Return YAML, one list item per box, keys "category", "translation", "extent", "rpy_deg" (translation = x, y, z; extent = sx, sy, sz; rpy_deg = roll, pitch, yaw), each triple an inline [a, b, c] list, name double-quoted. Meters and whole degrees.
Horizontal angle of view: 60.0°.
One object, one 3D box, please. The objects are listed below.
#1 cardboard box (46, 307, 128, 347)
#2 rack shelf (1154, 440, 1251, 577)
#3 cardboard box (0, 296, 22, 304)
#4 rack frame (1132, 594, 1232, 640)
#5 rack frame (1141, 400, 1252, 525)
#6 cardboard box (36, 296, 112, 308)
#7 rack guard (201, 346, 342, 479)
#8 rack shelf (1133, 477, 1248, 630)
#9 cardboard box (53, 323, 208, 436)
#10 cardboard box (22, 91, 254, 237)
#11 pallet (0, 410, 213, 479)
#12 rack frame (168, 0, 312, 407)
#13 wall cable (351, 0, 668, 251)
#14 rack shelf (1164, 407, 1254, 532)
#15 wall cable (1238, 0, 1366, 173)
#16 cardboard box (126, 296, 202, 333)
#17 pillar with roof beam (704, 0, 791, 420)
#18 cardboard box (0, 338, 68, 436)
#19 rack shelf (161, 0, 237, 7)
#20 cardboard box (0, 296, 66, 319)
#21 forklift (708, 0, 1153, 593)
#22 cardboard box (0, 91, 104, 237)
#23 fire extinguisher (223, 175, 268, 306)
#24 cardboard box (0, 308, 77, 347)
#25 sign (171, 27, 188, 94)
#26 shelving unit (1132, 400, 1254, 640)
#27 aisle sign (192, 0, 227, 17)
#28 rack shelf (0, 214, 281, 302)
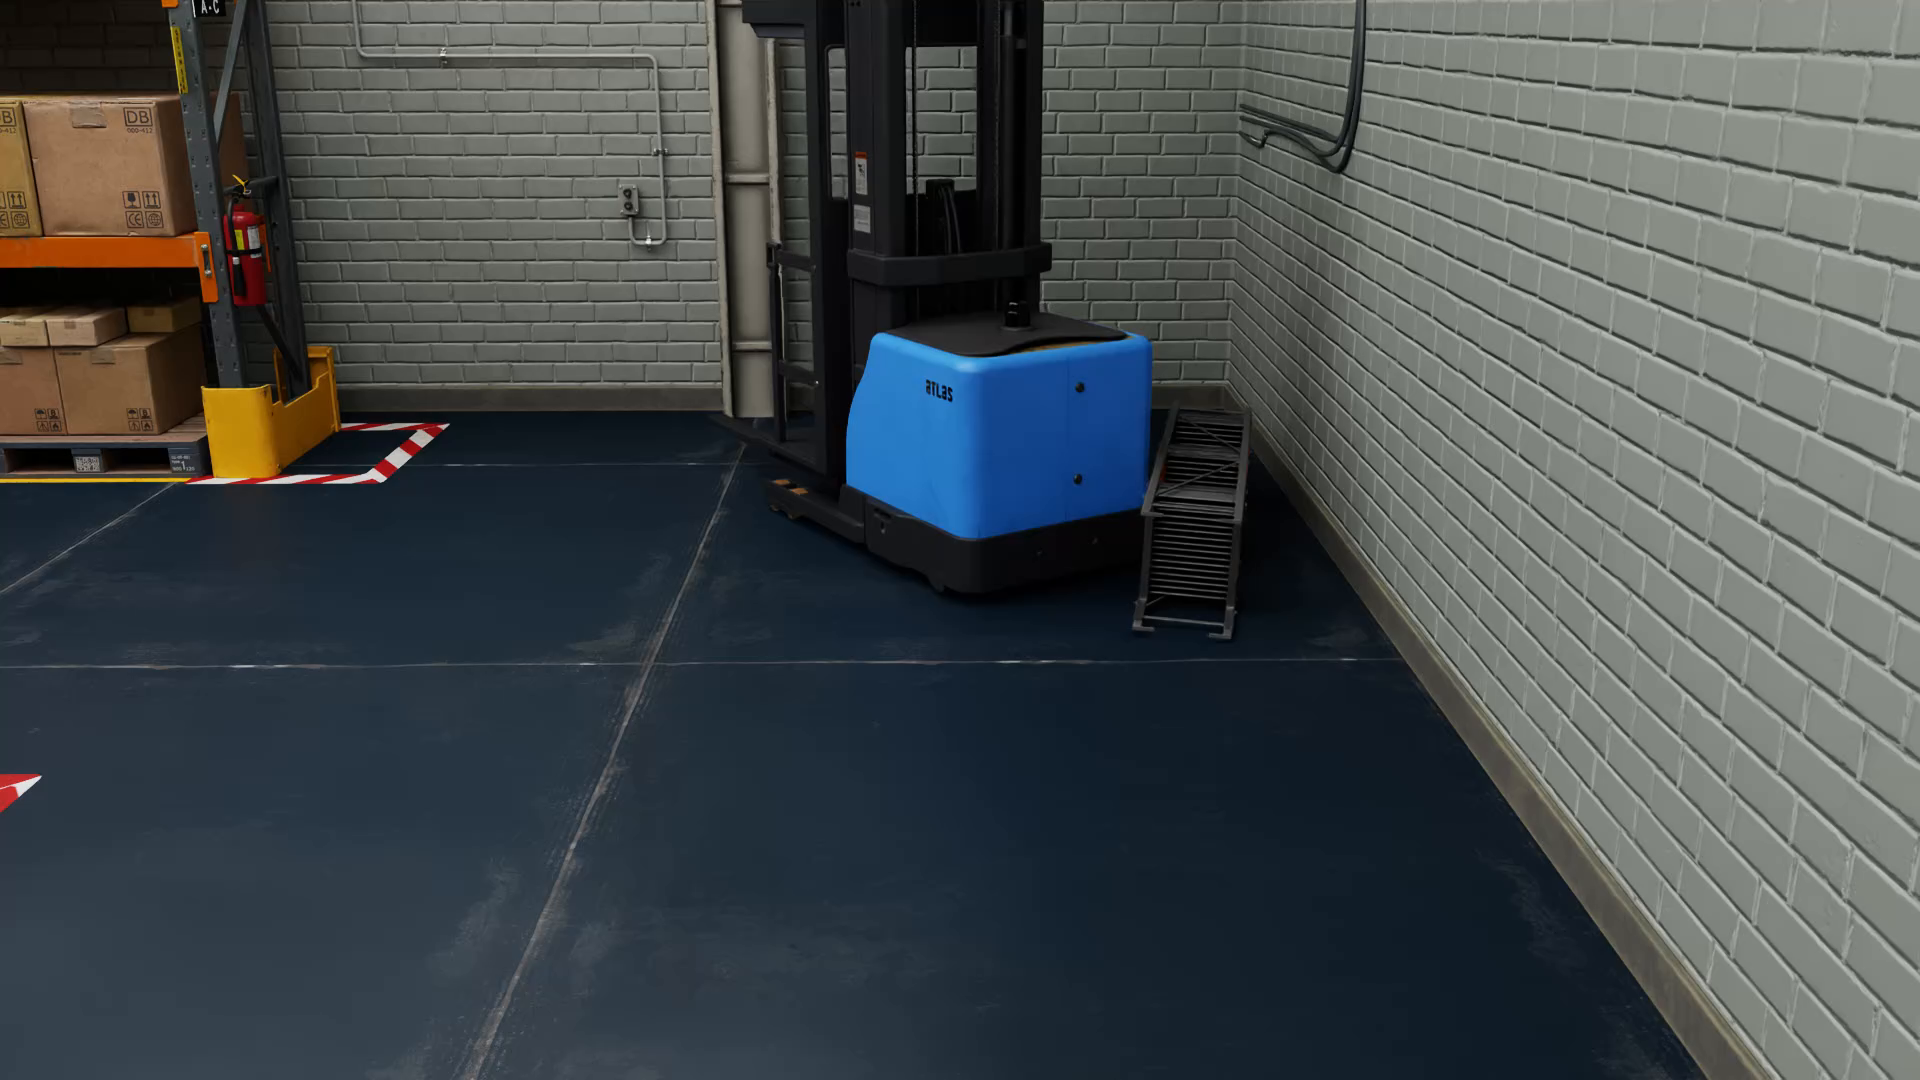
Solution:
- category: "cardboard box"
  translation: [-4.790, -1.172, 9.132]
  extent: [0.250, 0.149, 0.380]
  rpy_deg: [0, 18, -2]
- category: "rack shelf"
  translation: [1.099, -0.156, 7.652]
  extent: [0.431, 0.480, 0.518]
  rpy_deg: [5, 18, 9]
- category: "cardboard box"
  translation: [-5.554, -1.284, 9.484]
  extent: [0.250, 0.149, 0.380]
  rpy_deg: [0, 18, 0]
- category: "rack frame"
  translation: [1.092, 0.072, 7.738]
  extent: [0.400, 0.015, 2.100]
  rpy_deg: [5, 18, 9]
- category: "rack frame"
  translation: [1.111, -0.393, 7.590]
  extent: [0.400, 0.015, 2.100]
  rpy_deg: [5, 18, 9]
- category: "cardboard box"
  translation: [-5.049, -1.287, 9.492]
  extent: [0.250, 0.149, 0.380]
  rpy_deg: [0, 18, -1]
- category: "rack guard"
  translation: [-3.942, -0.753, 9.577]
  extent: [0.348, 0.500, 1.175]
  rpy_deg: [0, 18, -1]
- category: "rack shelf"
  translation: [0.971, 0.048, 6.994]
  extent: [0.431, 0.480, 0.518]
  rpy_deg: [5, 18, 9]
- category: "cardboard box"
  translation: [-4.664, -0.919, 9.407]
  extent: [0.500, 0.500, 0.700]
  rpy_deg: [0, 18, -1]
- category: "cardboard box"
  translation: [-4.476, -2.081, 9.132]
  extent: [0.700, 0.700, 0.980]
  rpy_deg: [1, 18, 2]
- category: "pallet"
  translation: [-4.764, -0.588, 9.534]
  extent: [1.213, 0.211, 1.003]
  rpy_deg: [0, 18, -1]
- category: "rack frame"
  translation: [-3.966, -1.943, 9.195]
  extent: [0.127, 3.000, 1.000]
  rpy_deg: [0, 18, -1]
- category: "wall cable"
  translation: [-2.701, -2.722, 9.960]
  extent: [1.851, 1.984, 0.084]
  rpy_deg: [0, 18, -1]
- category: "rack shelf"
  translation: [1.227, -0.360, 8.309]
  extent: [0.431, 0.480, 0.518]
  rpy_deg: [5, 18, 9]
- category: "wall cable"
  translation: [1.695, -3.240, 8.498]
  extent: [0.112, 2.526, 3.097]
  rpy_deg: [0, 18, -1]
- category: "cardboard box"
  translation: [-4.542, -1.290, 9.500]
  extent: [0.250, 0.149, 0.380]
  rpy_deg: [0, 18, 0]
- category: "pillar with roof beam"
  translation: [-1.212, -3.762, 5.044]
  extent: [0.400, 9.000, 9.100]
  rpy_deg: [0, 18, -1]
- category: "cardboard box"
  translation: [-5.165, -0.917, 9.399]
  extent: [0.500, 0.500, 0.700]
  rpy_deg: [0, 18, -1]
- category: "rack shelf"
  translation: [-5.966, -3.019, 8.817]
  extent: [4.000, 0.370, 1.077]
  rpy_deg: [0, 18, -1]
- category: "cardboard box"
  translation: [-5.299, -1.286, 9.488]
  extent: [0.250, 0.149, 0.380]
  rpy_deg: [0, 18, 0]
- category: "forklift"
  translation: [-0.350, -1.562, 8.119]
  extent: [1.130, 2.935, 3.031]
  rpy_deg: [-11, 21, -31]
- category: "cardboard box"
  translation: [-5.203, -2.074, 9.110]
  extent: [0.700, 0.700, 0.980]
  rpy_deg: [0, 18, -1]
- category: "fire extinguisher"
  translation: [-3.808, -1.589, 8.827]
  extent: [0.183, 0.674, 0.296]
  rpy_deg: [0, 18, -1]
- category: "cardboard box"
  translation: [-5.045, -1.170, 9.128]
  extent: [0.250, 0.149, 0.380]
  rpy_deg: [0, 18, 1]
- category: "sign"
  translation: [-3.971, -2.442, 8.465]
  extent: [0.005, 0.325, 0.100]
  rpy_deg: [0, 18, -1]
- category: "shelving unit"
  translation: [1.101, -0.160, 7.664]
  extent: [0.431, 0.503, 2.100]
  rpy_deg: [5, 18, 9]
- category: "aisle sign"
  translation: [-3.889, -3.090, 8.513]
  extent: [0.004, 0.787, 0.394]
  rpy_deg: [0, 18, -1]
- category: "rack shelf"
  translation: [-5.966, -1.591, 9.275]
  extent: [4.000, 0.370, 1.077]
  rpy_deg: [0, 18, -1]
